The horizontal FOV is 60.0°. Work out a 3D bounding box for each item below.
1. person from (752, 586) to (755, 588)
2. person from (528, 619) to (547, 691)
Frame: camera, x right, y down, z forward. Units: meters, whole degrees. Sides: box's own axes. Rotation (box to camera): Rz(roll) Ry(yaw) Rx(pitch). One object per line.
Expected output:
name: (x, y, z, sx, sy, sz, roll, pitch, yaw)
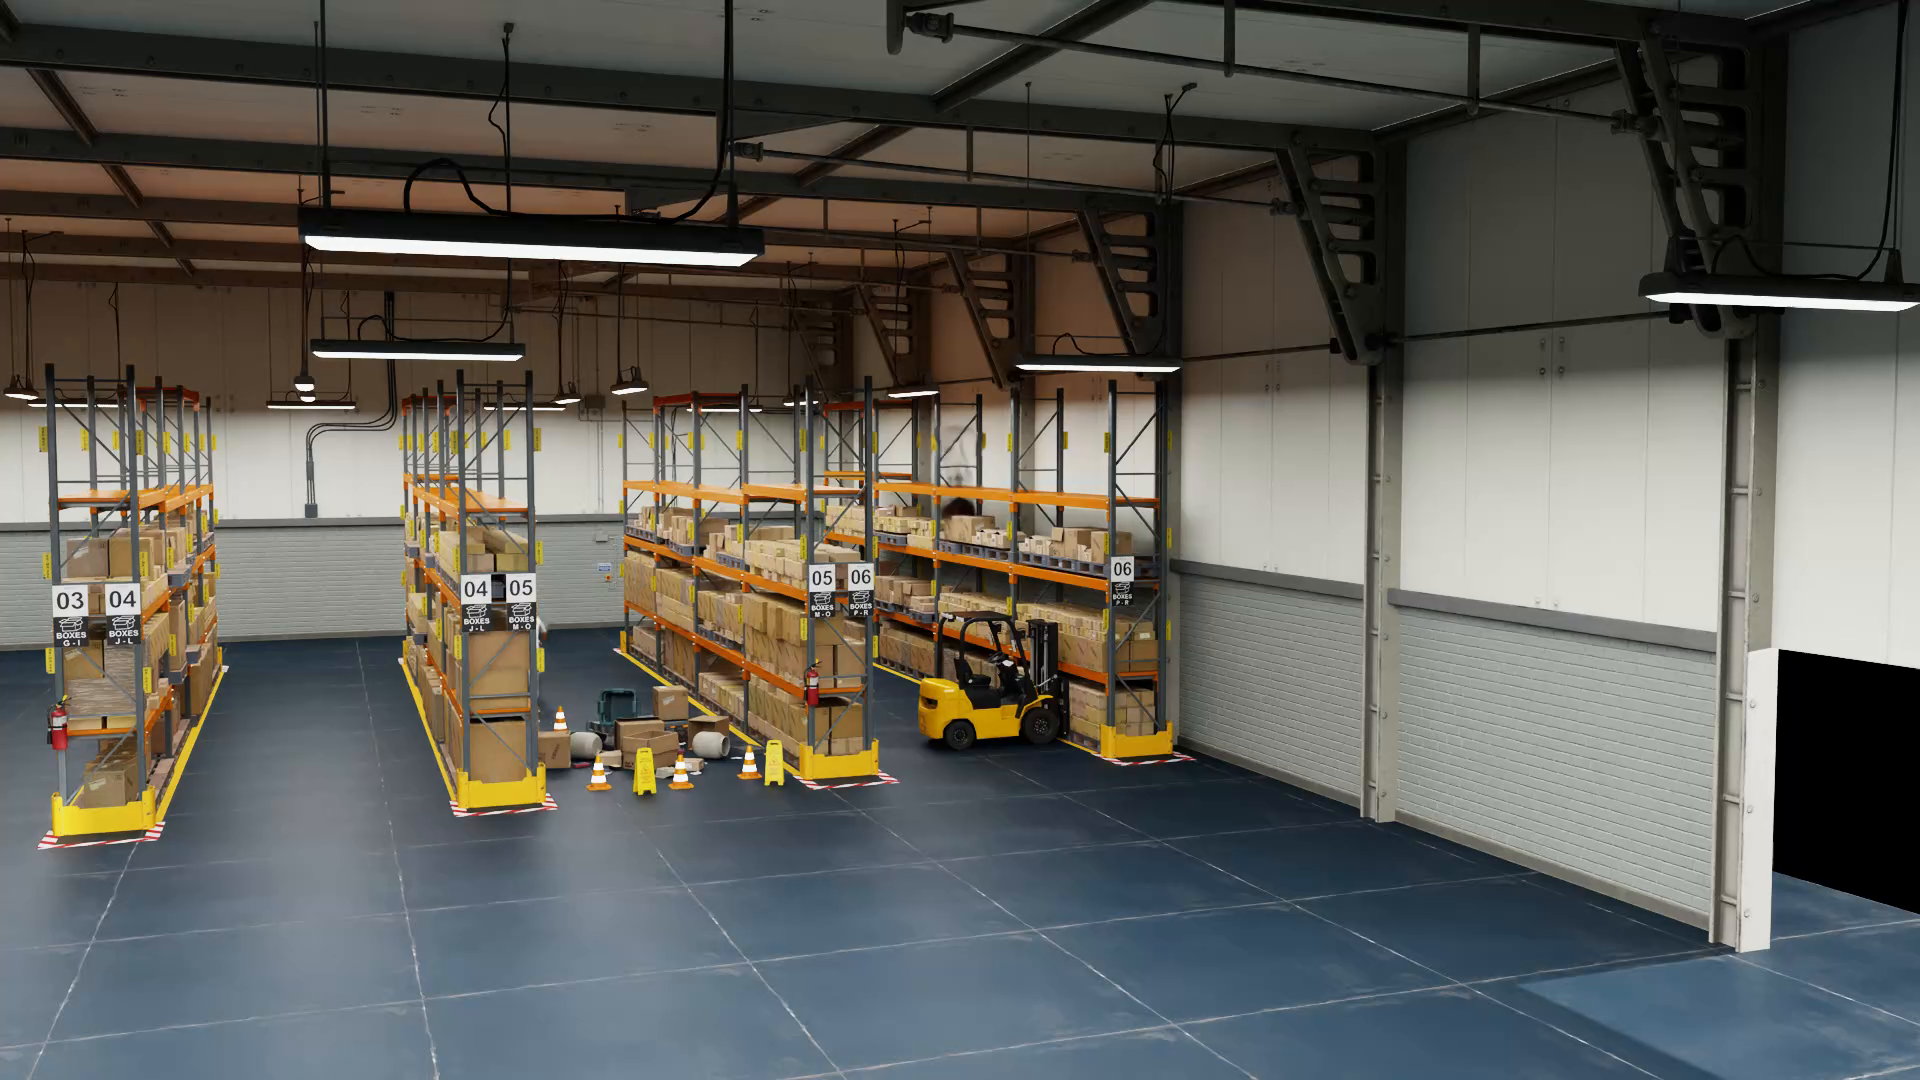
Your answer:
person: (-4.713, 1.927, 38.699, 0.575, 1.672, 0.923, -3, 4, -37)
person: (-8.634, 2.208, 33.338, 0.698, 1.757, 0.852, -1, 4, -22)
